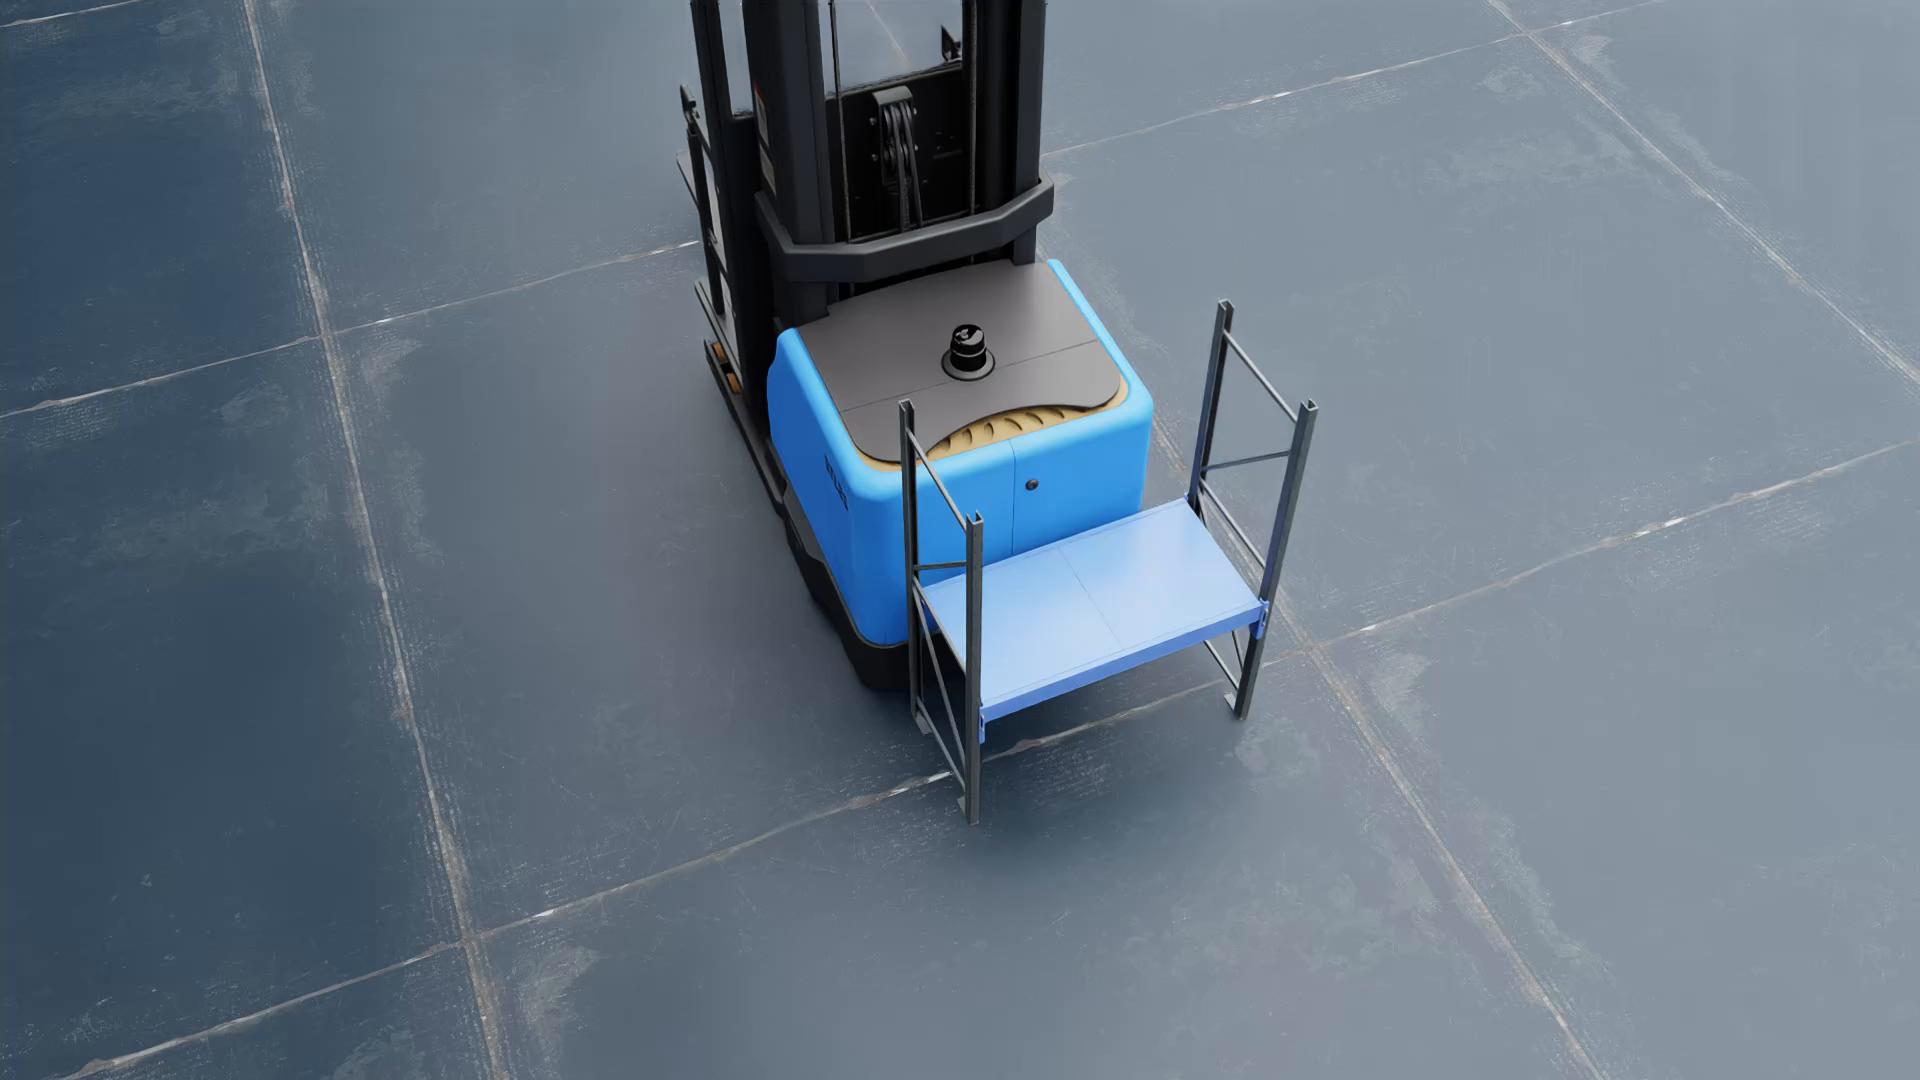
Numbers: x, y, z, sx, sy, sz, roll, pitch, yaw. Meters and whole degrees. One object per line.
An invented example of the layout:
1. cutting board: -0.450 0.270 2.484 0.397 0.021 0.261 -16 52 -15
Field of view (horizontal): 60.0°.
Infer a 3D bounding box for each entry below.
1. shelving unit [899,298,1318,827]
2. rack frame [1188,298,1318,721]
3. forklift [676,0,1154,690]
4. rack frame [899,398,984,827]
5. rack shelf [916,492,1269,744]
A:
1. shelving unit: 0.410 0.114 5.163 1.048 1.500 0.538 -19 52 -15
2. rack frame: 0.873 -0.044 5.299 0.032 1.500 0.500 -19 52 -15
3. forklift: -0.391 -1.582 5.677 1.130 2.935 3.031 -17 51 -14
4. rack frame: -0.054 0.272 5.027 0.032 1.500 0.500 -19 52 -15
5. rack shelf: 0.410 0.232 5.300 1.000 0.185 0.538 -19 52 -15
